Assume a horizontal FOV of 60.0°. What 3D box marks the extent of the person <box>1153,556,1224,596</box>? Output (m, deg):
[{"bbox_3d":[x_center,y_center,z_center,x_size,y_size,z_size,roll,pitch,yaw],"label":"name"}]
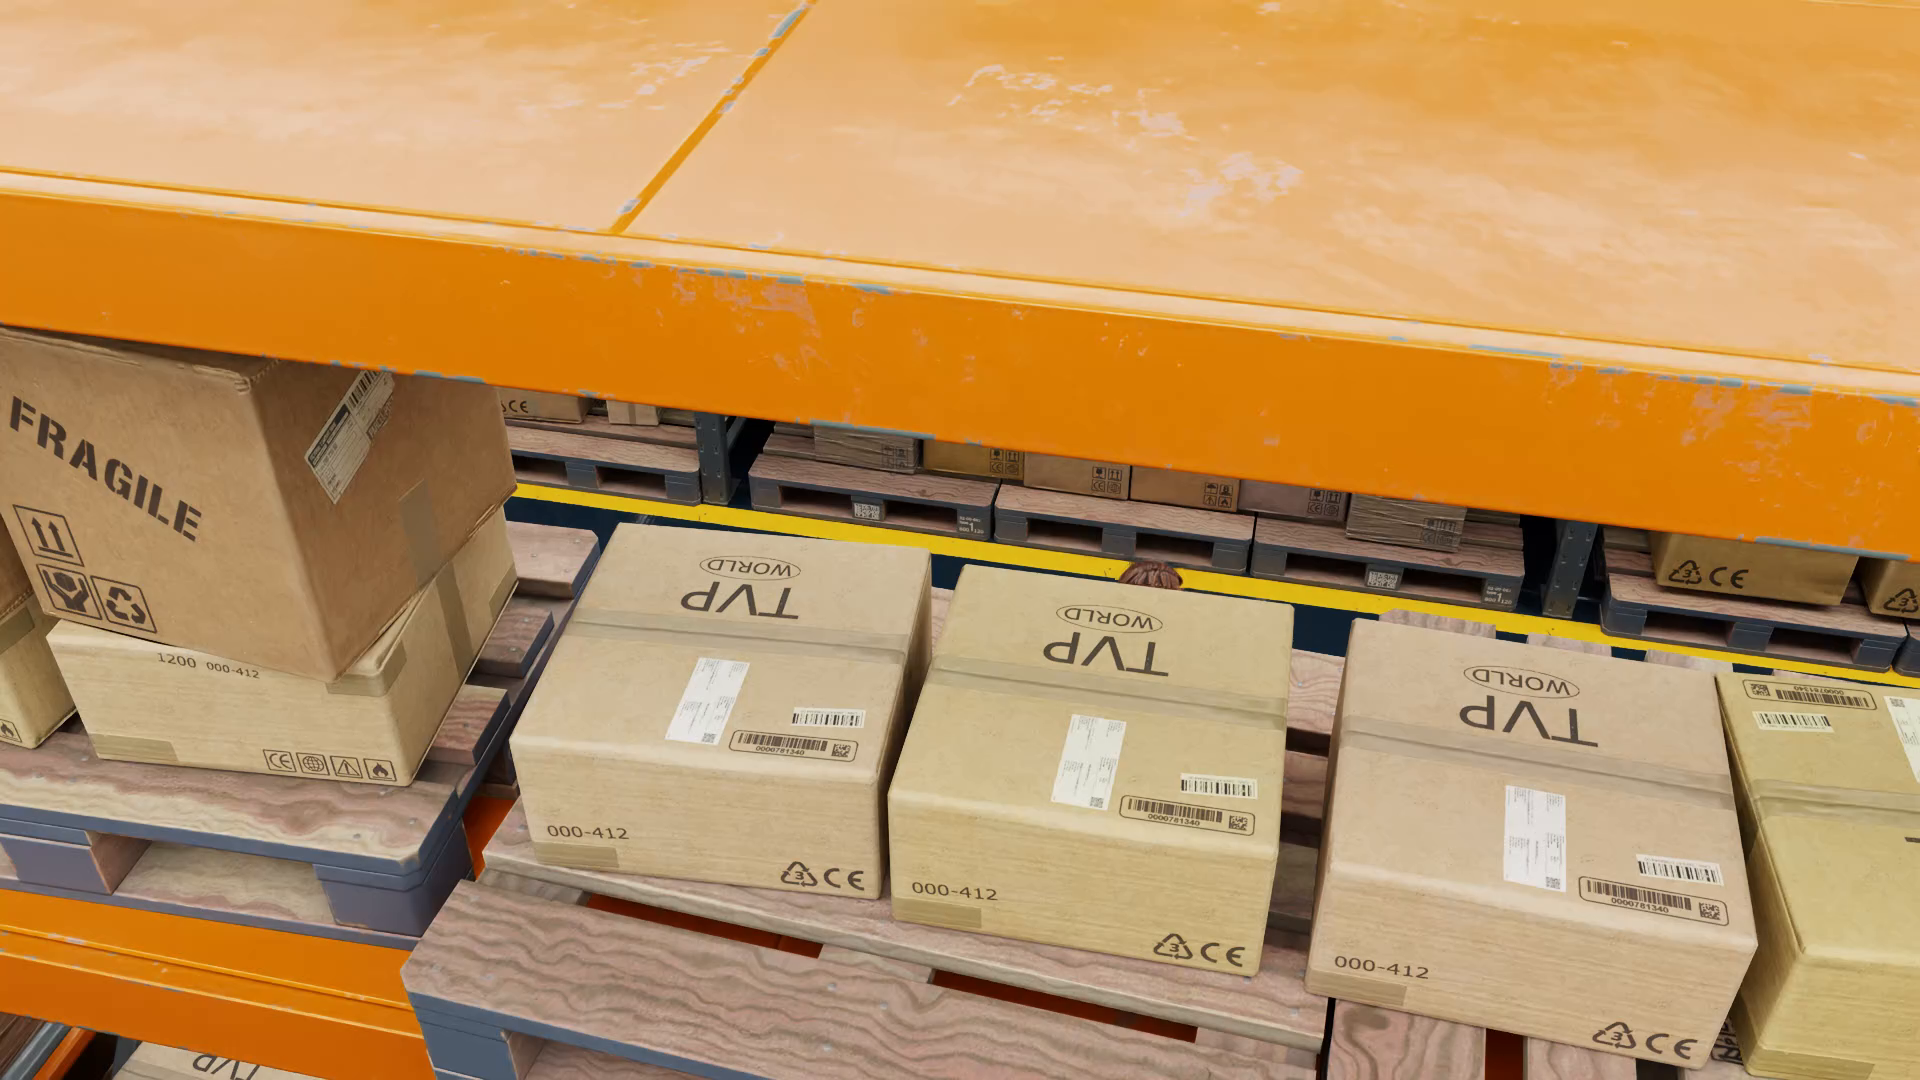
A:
[{"bbox_3d":[0.683,0.697,5.770,0.328,1.569,0.415,8,38,11],"label":"person"}]
